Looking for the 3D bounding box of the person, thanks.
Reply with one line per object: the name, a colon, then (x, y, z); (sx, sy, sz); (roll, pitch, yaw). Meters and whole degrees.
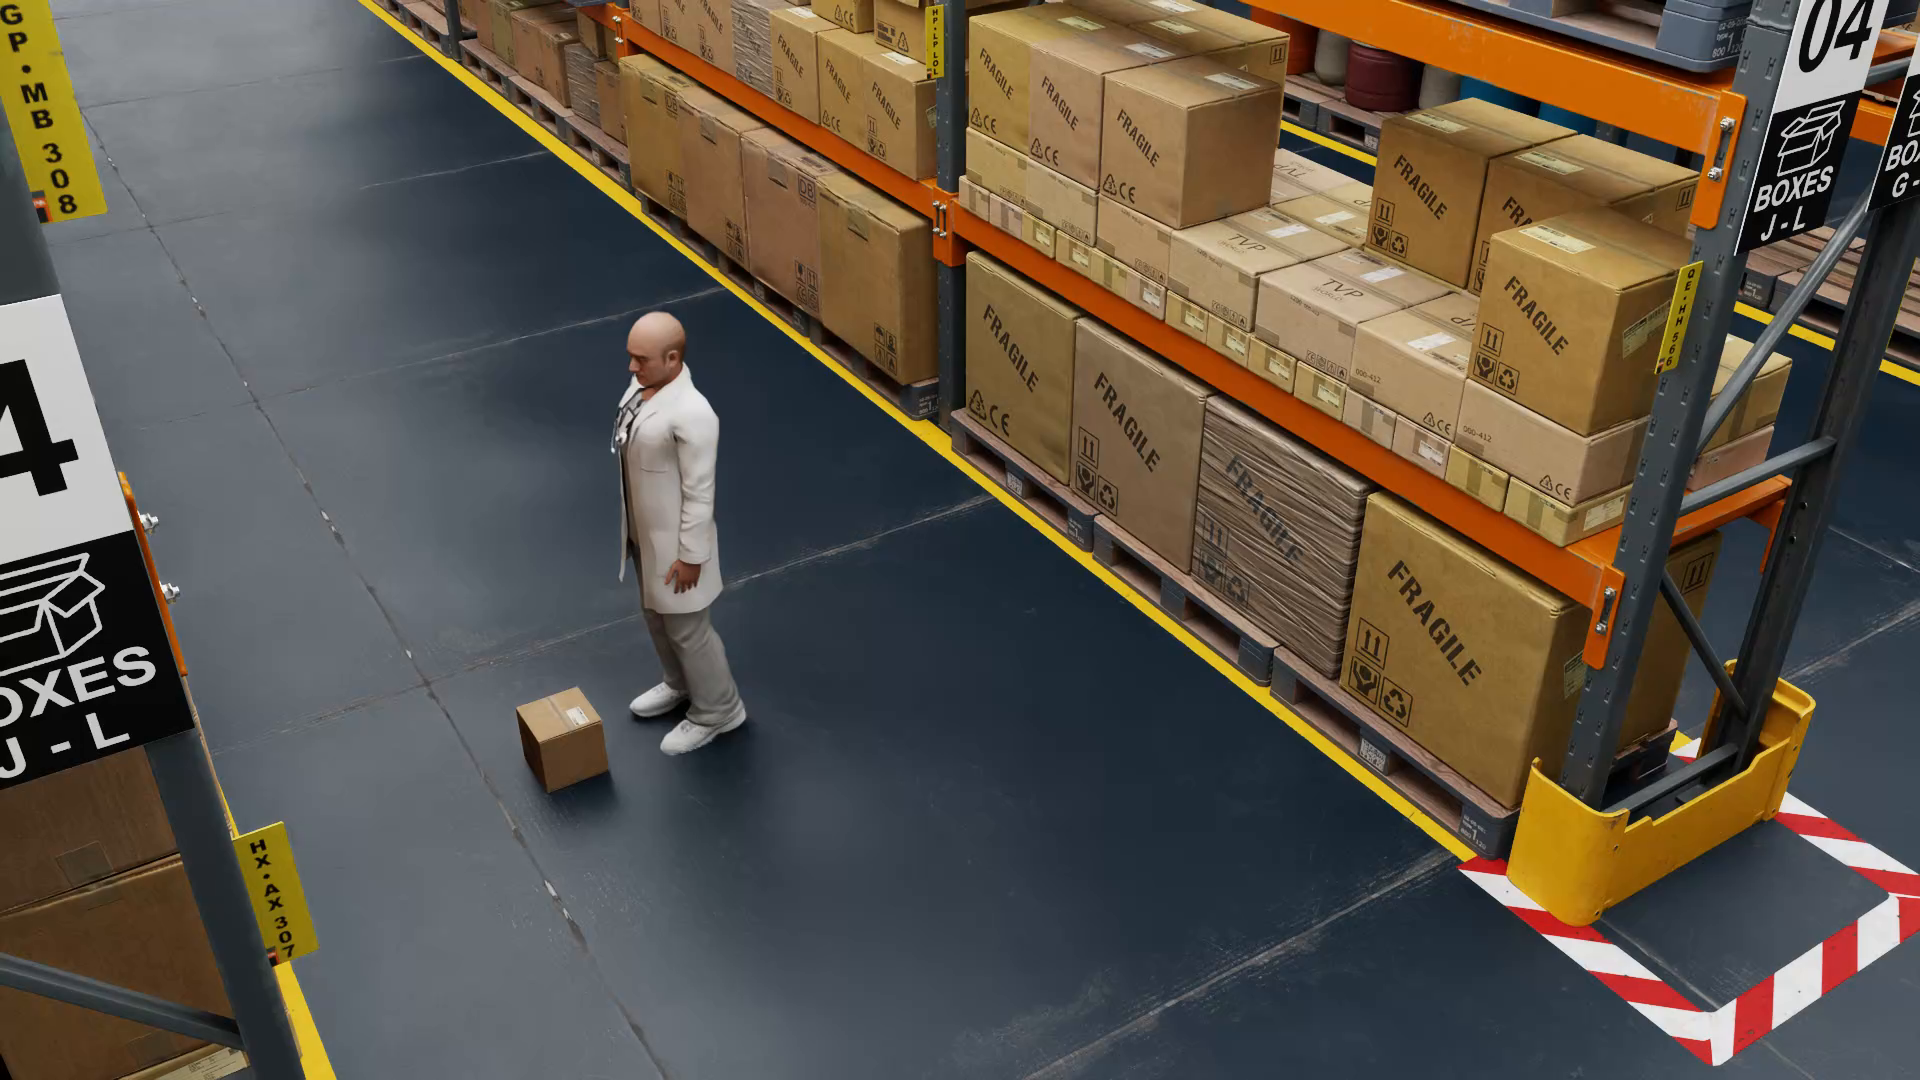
person: (-1.075, -0.027, 6.187); (0.364, 1.760, 0.562); (-18, 36, -26)
